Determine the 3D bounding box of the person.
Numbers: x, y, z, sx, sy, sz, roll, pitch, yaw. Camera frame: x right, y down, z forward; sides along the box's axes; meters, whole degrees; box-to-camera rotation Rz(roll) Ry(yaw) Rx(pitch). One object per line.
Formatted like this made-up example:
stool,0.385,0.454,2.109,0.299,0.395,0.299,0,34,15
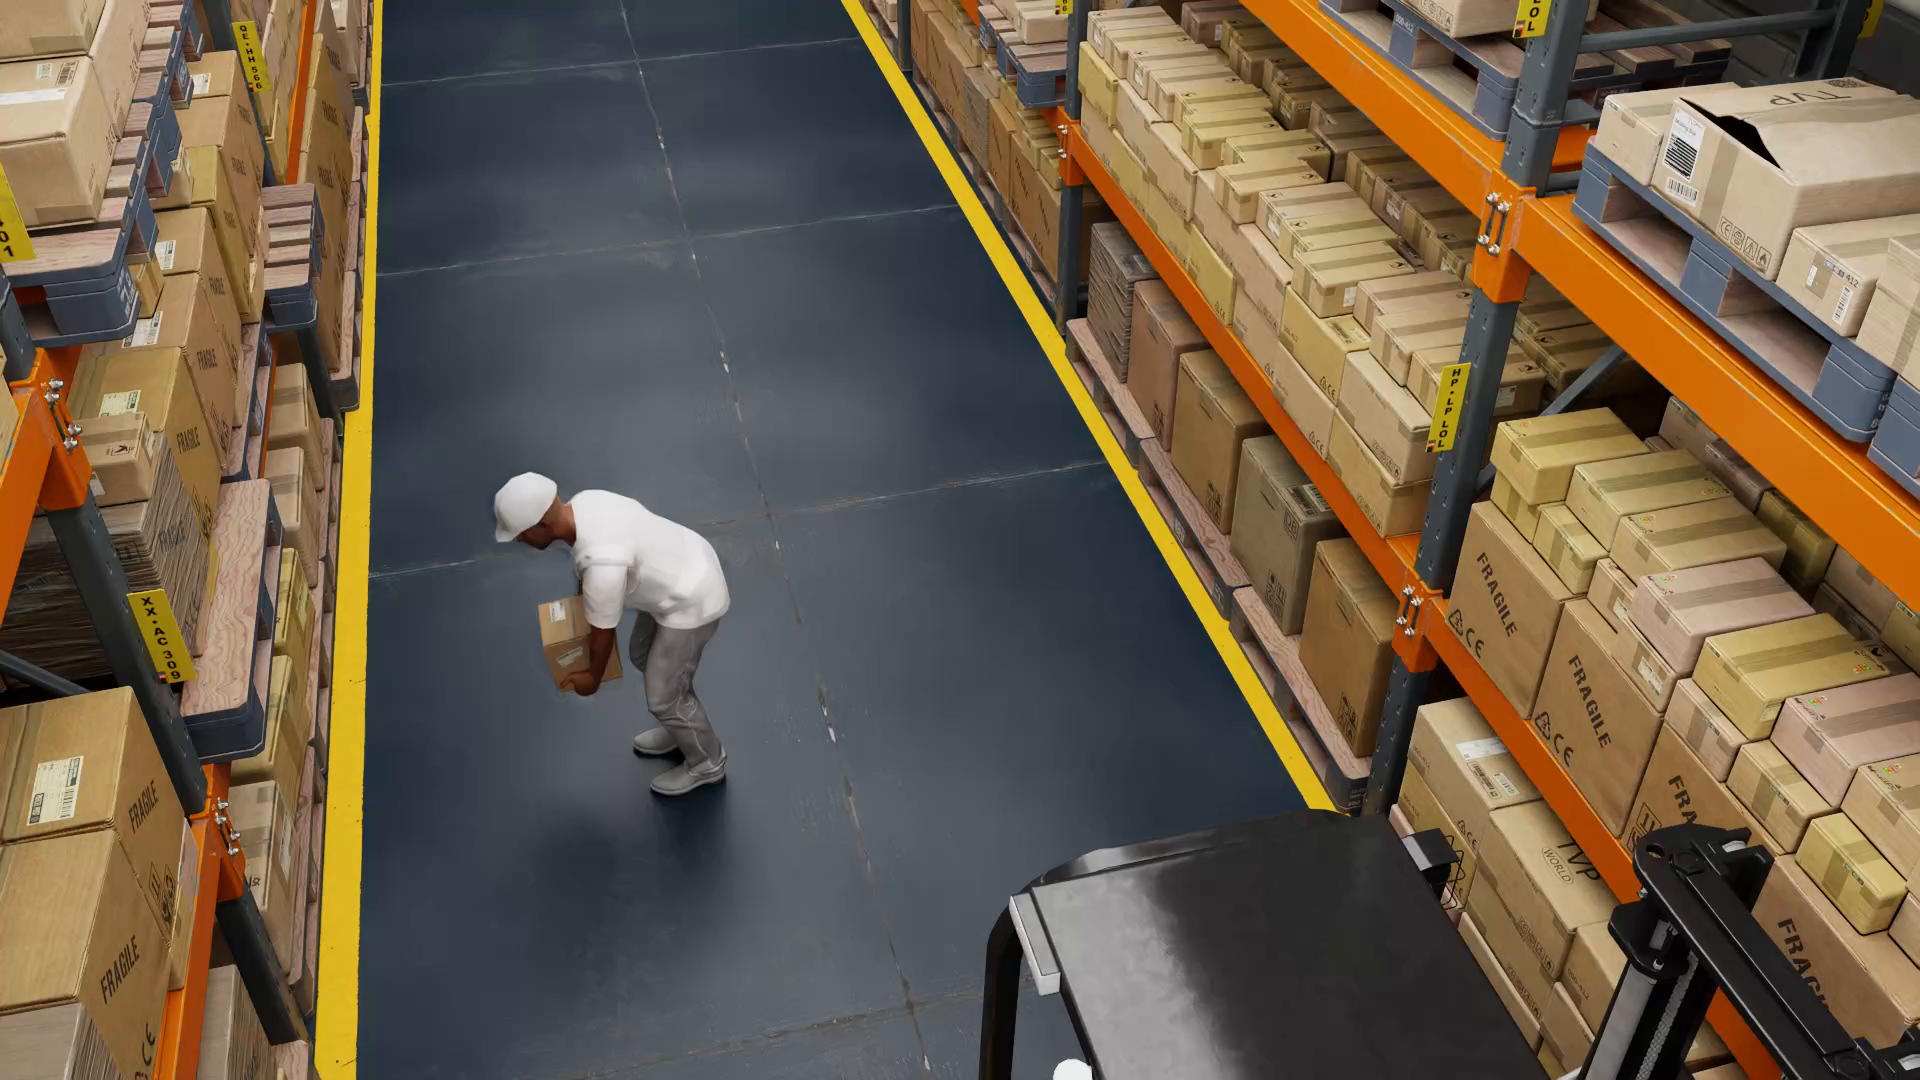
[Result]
person,-1.280,0.339,6.378,0.802,1.543,0.488,-10,39,-13
